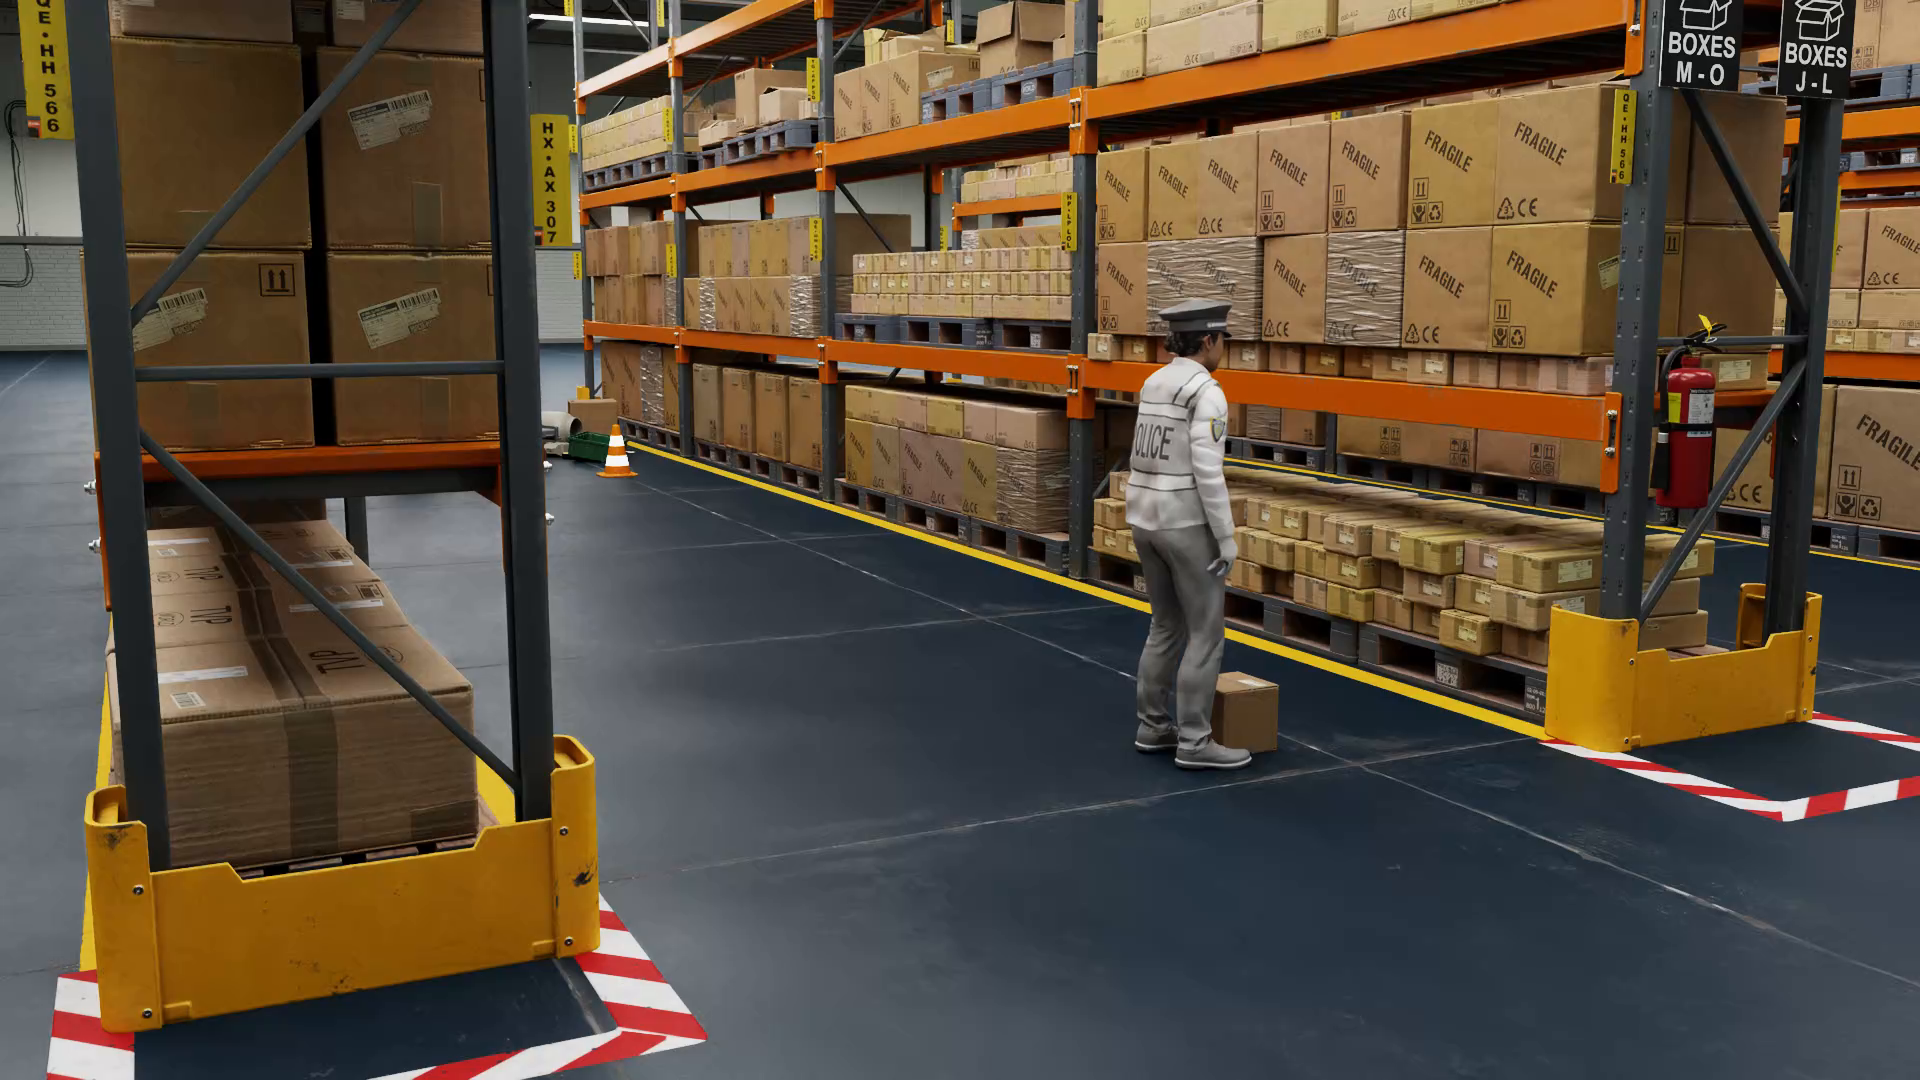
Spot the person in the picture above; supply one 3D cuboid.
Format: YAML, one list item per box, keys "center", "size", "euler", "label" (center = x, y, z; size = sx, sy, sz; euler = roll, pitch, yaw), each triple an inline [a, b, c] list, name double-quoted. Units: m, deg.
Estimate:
- center: [0.806, -0.028, 6.015]
  size: [0.371, 1.663, 0.530]
  euler: [-4, 10, -26]
  label: "person"
